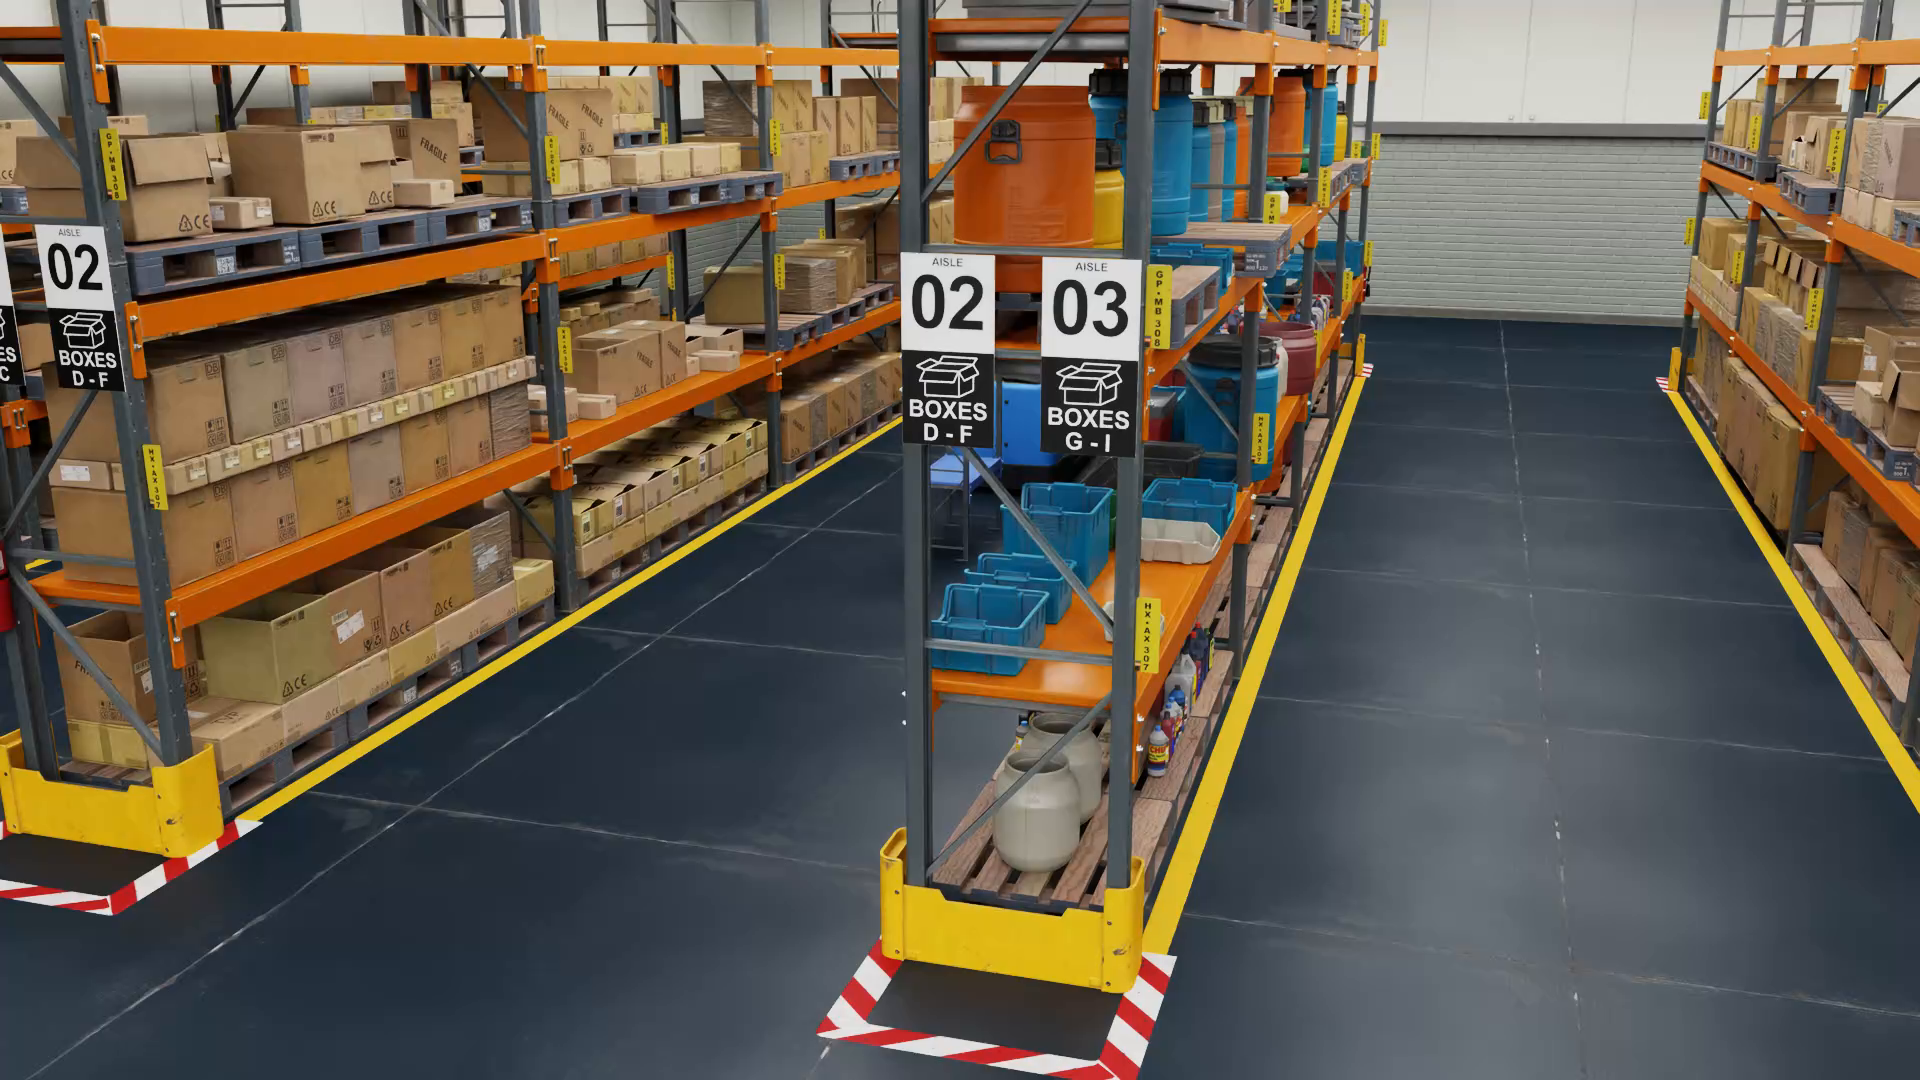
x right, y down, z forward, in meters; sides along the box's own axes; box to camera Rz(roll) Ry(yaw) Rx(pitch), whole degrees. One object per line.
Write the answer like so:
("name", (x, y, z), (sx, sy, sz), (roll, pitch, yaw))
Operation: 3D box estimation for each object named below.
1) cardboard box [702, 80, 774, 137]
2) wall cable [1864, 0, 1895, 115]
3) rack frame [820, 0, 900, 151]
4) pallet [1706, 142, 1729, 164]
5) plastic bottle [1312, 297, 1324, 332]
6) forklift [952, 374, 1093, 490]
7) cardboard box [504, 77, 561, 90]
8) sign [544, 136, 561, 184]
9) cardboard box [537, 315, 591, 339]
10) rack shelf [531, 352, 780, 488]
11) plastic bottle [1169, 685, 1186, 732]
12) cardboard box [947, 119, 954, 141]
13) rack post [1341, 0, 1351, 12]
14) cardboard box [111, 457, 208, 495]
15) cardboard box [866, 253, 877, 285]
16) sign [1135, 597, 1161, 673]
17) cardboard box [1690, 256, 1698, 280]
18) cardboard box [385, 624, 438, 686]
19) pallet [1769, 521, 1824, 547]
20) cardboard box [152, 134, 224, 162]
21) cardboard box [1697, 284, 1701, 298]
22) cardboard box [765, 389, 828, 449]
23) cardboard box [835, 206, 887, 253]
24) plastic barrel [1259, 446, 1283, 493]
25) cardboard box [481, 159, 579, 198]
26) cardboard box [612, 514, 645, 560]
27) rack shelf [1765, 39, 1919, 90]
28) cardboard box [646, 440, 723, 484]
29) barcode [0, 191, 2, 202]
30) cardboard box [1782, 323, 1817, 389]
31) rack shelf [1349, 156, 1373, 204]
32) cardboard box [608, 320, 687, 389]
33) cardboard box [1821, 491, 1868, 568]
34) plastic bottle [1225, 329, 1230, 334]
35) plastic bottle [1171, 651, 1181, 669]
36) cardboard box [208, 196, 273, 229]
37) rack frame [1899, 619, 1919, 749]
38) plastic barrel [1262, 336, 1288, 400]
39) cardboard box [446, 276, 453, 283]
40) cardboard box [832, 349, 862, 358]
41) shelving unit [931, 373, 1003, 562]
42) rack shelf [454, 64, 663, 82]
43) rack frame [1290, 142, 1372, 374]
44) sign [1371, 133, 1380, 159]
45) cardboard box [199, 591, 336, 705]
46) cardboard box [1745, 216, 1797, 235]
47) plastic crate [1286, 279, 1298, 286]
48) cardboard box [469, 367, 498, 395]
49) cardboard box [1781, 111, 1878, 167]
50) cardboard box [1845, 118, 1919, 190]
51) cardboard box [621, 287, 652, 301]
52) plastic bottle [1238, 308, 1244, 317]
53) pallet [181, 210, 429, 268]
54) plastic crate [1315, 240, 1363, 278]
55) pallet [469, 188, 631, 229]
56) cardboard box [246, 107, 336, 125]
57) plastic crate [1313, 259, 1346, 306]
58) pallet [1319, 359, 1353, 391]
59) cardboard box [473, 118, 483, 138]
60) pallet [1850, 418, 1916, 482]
("cardboard box", (-2.089, -4.077, 15.695), (0.500, 0.500, 0.500), (5, 16, 16))
("wall cable", (14.462, -8.961, 23.537), (2.277, 5.999, 0.120), (5, 16, 16))
("rack frame", (-1.083, -5.924, 18.725), (1.000, 3.000, 0.127), (5, 16, 16))
("pallet", (9.350, -4.521, 19.437), (1.003, 0.211, 1.213), (5, 16, 16))
("plastic bottle", (3.665, -2.315, 17.085), (0.144, 0.351, 0.185), (5, 16, 16))
("forklift", (0.781, -2.229, 16.817), (1.130, 2.935, 3.031), (4, 16, 15))
("cardboard box", (-5.362, -5.568, 20.913), (0.500, 0.500, 0.500), (4, 16, 15))
("sign", (-2.823, -2.632, 11.523), (0.100, 0.325, 0.005), (5, 16, 16))
("cardboard box", (-5.376, -2.740, 22.302), (0.700, 0.500, 0.500), (4, 16, 15))
("rack shelf", (-2.788, -1.122, 14.107), (1.077, 0.370, 4.000), (5, 16, 16))
("plastic bottle", (1.253, 0.968, 9.612), (0.097, 0.271, 0.097), (0, 16, 0))
("cardboard box", (-0.271, -5.149, 20.848), (0.500, 0.250, 0.500), (5, 16, 16))
("rack post", (3.396, -5.285, 16.609), (0.937, 0.300, 0.954), (4, 16, 15))
("cardboard box", (-4.175, -0.345, 8.676), (0.380, 0.149, 0.250), (5, 16, 15))
("cardboard box", (-1.187, -3.237, 20.061), (0.500, 0.500, 0.500), (5, 17, 17))
("sign", (0.781, 0.397, 6.925), (0.100, 0.325, 0.005), (5, 16, 16))
("cardboard box", (9.156, -3.282, 20.132), (0.500, 0.250, 0.500), (4, 16, 14))
("cardboard box", (-3.699, 0.707, 10.610), (0.500, 0.250, 0.500), (5, 16, 16))
("pallet", (7.574, -0.081, 14.229), (1.003, 0.211, 1.213), (5, 16, 16))
("cardboard box", (-7.427, -3.545, 15.608), (0.797, 0.503, 0.637), (7, 17, 24))
("cardboard box", (8.917, -2.925, 19.604), (0.380, 0.149, 0.250), (4, 16, 15))
("cardboard box", (-1.673, -1.235, 16.961), (0.500, 0.500, 0.500), (4, 16, 14))
("cardboard box", (-1.187, -3.720, 19.931), (0.500, 0.500, 0.500), (5, 17, 16))
("plastic barrel", (2.651, -0.894, 15.191), (0.600, 0.830, 0.708), (5, 16, 16))
("cardboard box", (-3.172, -2.679, 12.284), (0.500, 0.250, 0.500), (6, 17, 22))
("cardboard box", (-2.857, -0.044, 13.258), (0.500, 0.250, 0.500), (5, 17, 17))
("rack shelf", (7.846, -4.093, 14.321), (1.077, 0.370, 4.000), (5, 16, 16))
("cardboard box", (-2.420, -0.716, 14.599), (0.500, 0.311, 0.500), (5, 16, 16))
("barcode", (-4.869, -1.737, 8.397), (0.001, 0.075, 0.075), (5, 16, 16))
("cardboard box", (7.327, -1.549, 14.110), (0.500, 0.500, 0.500), (4, 16, 15))
("rack shelf", (4.234, -4.273, 19.719), (1.077, 0.370, 4.000), (5, 16, 16))
("cardboard box", (-2.681, -1.599, 14.288), (0.500, 0.500, 0.500), (4, 16, 13))
("cardboard box", (7.106, -0.055, 12.800), (0.700, 0.500, 0.500), (4, 16, 13))
("plastic bottle", (2.544, -1.917, 15.956), (0.097, 0.201, 0.097), (0, 16, 0))
("plastic bottle", (1.282, 0.775, 10.286), (0.152, 0.276, 0.135), (5, 16, 16))
("cardboard box", (-3.989, -1.784, 9.060), (0.380, 0.149, 0.250), (5, 16, 16))
("rack frame", (6.141, -0.176, 9.453), (1.000, 3.000, 0.127), (5, 16, 16))
("plastic barrel", (2.441, -1.375, 13.474), (0.421, 0.512, 0.421), (0, 16, 0))
("cardboard box", (-6.146, -3.086, 18.946), (0.500, 0.500, 0.500), (5, 17, 17))
("cardboard box", (-1.454, -1.940, 19.445), (0.500, 0.500, 0.500), (4, 16, 13))
("shelving unit", (-0.024, -0.699, 14.046), (0.538, 1.500, 1.048), (5, 16, 16))
("rack shelf", (-5.265, -6.292, 22.073), (1.077, 0.370, 4.000), (5, 16, 16))
("rack frame", (4.802, -3.700, 21.875), (1.000, 3.000, 0.127), (5, 16, 16))
("sign", (5.334, -5.054, 21.345), (0.100, 0.325, 0.005), (5, 16, 16))
("cardboard box", (-3.987, 0.607, 9.586), (0.500, 0.500, 0.500), (5, 16, 16))
("cardboard box", (9.664, -3.599, 19.878), (0.500, 0.500, 0.500), (5, 17, 17))
("plastic crate", (3.872, -3.034, 19.902), (0.293, 0.136, 0.466), (5, 16, 16))
("cardboard box", (-3.372, -1.084, 11.283), (0.380, 0.149, 0.250), (4, 16, 14))
("cardboard box", (8.259, -3.810, 15.814), (0.700, 0.500, 0.500), (5, 17, 17))
("cardboard box", (6.897, -2.851, 12.288), (0.500, 0.500, 0.500), (5, 17, 16))
("cardboard box", (-4.661, -3.541, 23.938), (0.380, 0.149, 0.250), (4, 16, 15))
("plastic bottle", (2.840, -2.199, 16.812), (0.152, 0.276, 0.135), (5, 16, 16))
("pallet", (-3.922, -1.802, 9.852), (1.003, 0.211, 1.213), (5, 16, 16))
("plastic crate", (4.886, -3.643, 21.502), (0.616, 0.435, 0.499), (5, 16, 16))
("pallet", (-3.118, -2.528, 12.598), (0.805, 0.209, 1.217), (4, 16, 14))
("cardboard box", (-6.890, -4.207, 17.176), (0.700, 0.500, 0.500), (3, 16, 12))
("plastic crate", (4.160, -2.927, 18.924), (0.402, 0.464, 0.583), (5, 16, 16))
("pallet", (4.531, -2.145, 21.506), (1.003, 0.211, 1.213), (5, 16, 16))
("cardboard box", (-5.863, -5.240, 21.130), (0.500, 0.250, 0.500), (5, 17, 16))
("pallet", (6.754, -0.609, 11.331), (1.003, 0.211, 1.213), (5, 16, 16))
